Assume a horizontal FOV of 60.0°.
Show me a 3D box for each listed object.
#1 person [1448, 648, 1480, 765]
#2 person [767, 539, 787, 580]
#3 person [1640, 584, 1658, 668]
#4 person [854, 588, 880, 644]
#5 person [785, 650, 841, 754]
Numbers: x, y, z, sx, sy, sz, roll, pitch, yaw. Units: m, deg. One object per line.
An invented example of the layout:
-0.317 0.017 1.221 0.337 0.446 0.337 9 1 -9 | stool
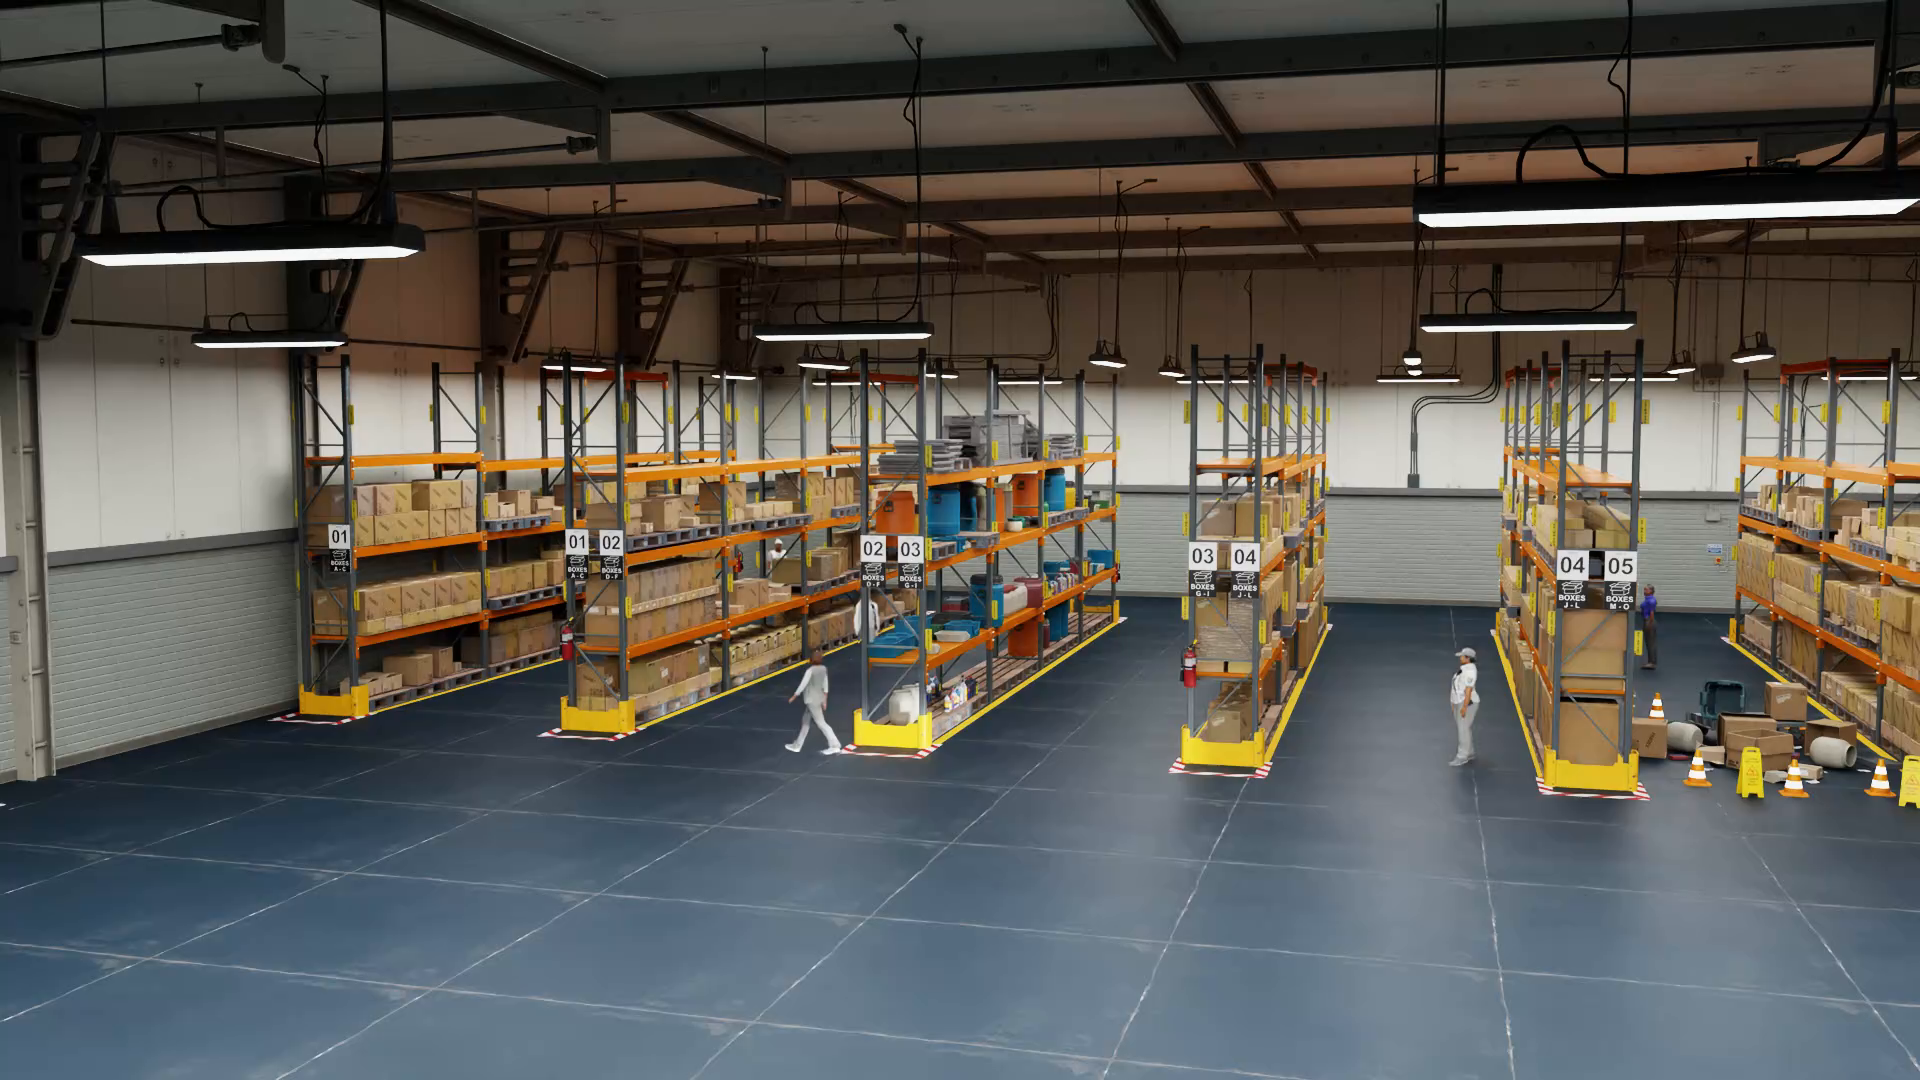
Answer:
7.239 2.390 23.966 0.503 1.683 0.492 -1 4 -8 | person
-4.698 0.851 43.206 0.599 1.734 0.955 -1 4 -15 | person
13.662 1.704 32.975 0.348 1.661 0.497 2 5 24 | person
-1.810 1.721 32.016 0.462 1.641 0.956 1 4 9 | person
-2.183 2.378 24.488 0.921 1.537 0.382 1 4 14 | person
